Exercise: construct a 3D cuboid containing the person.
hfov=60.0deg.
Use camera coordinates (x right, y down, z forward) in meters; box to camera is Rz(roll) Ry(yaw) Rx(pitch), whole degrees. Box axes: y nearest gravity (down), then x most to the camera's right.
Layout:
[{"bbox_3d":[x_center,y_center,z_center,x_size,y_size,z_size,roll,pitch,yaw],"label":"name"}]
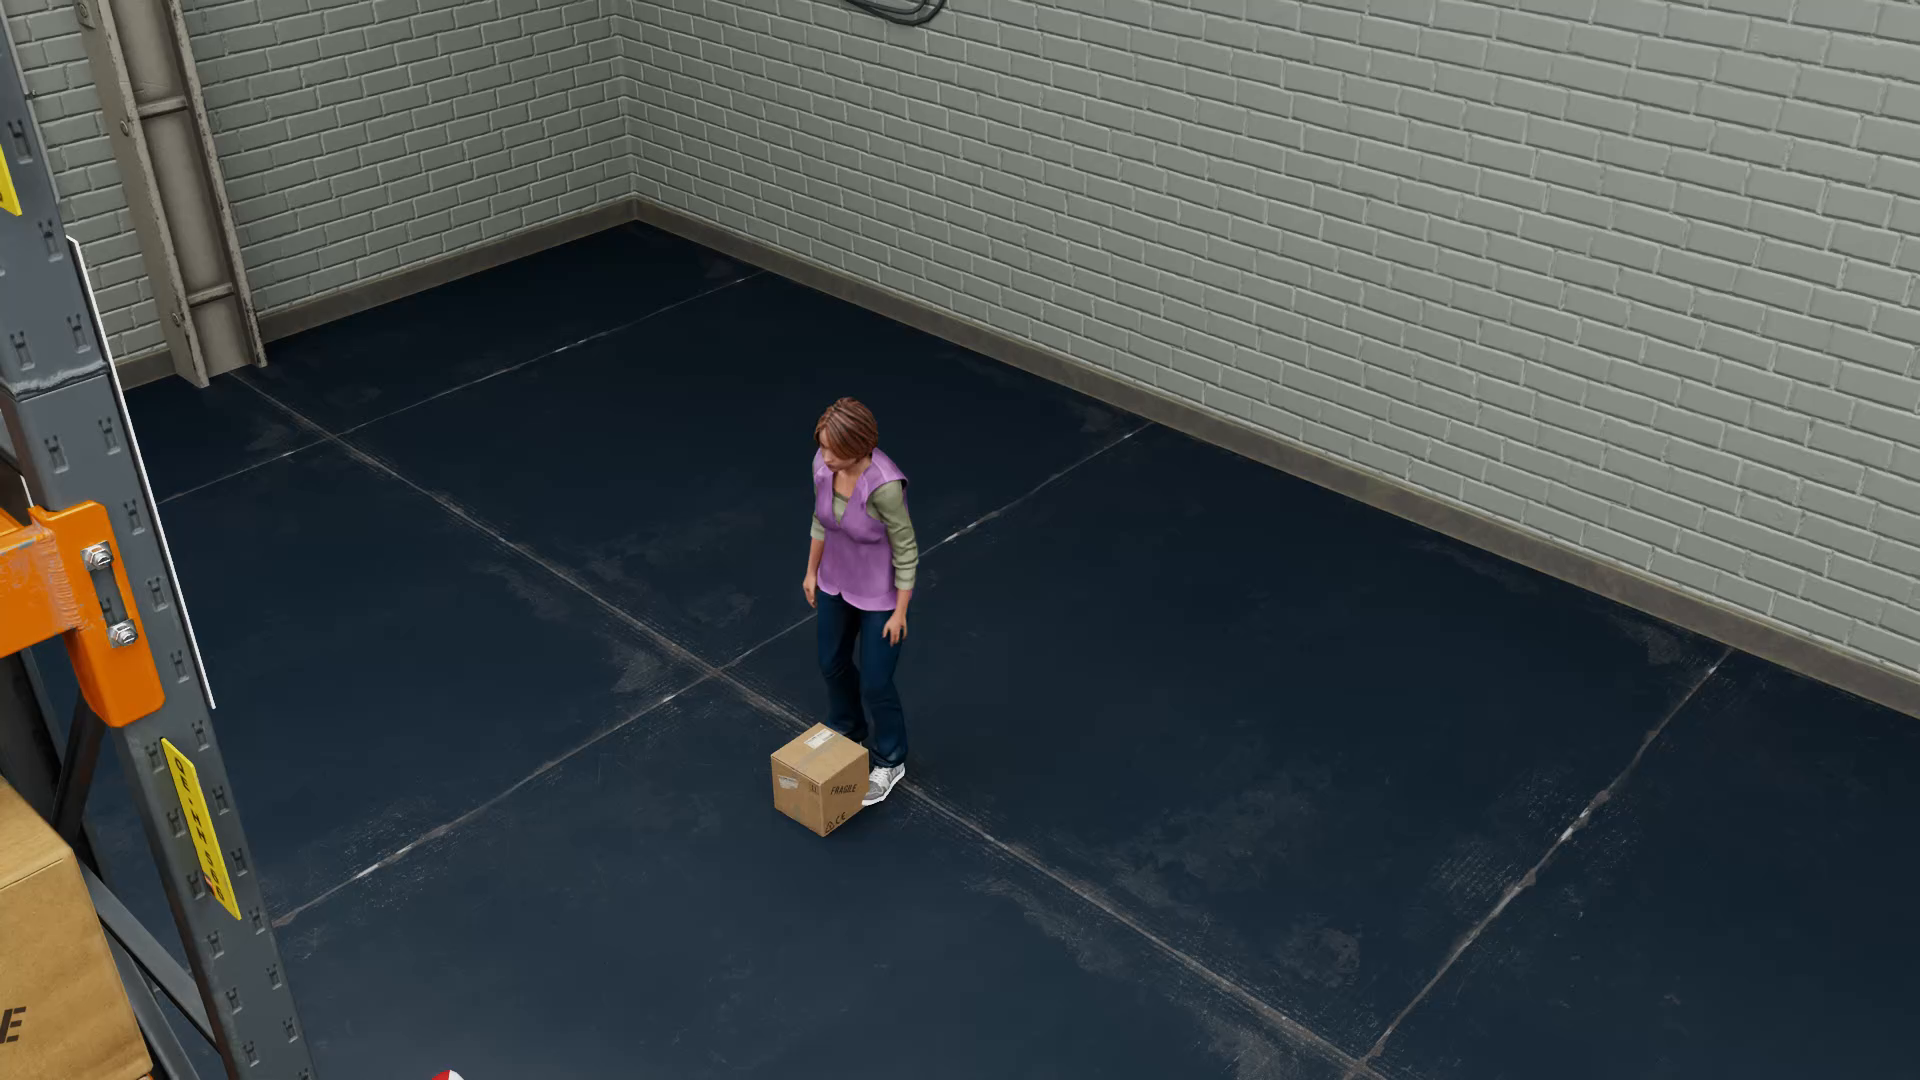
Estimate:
[{"bbox_3d":[-0.350,0.197,5.826,0.467,1.593,0.349,23,39,32],"label":"person"}]
